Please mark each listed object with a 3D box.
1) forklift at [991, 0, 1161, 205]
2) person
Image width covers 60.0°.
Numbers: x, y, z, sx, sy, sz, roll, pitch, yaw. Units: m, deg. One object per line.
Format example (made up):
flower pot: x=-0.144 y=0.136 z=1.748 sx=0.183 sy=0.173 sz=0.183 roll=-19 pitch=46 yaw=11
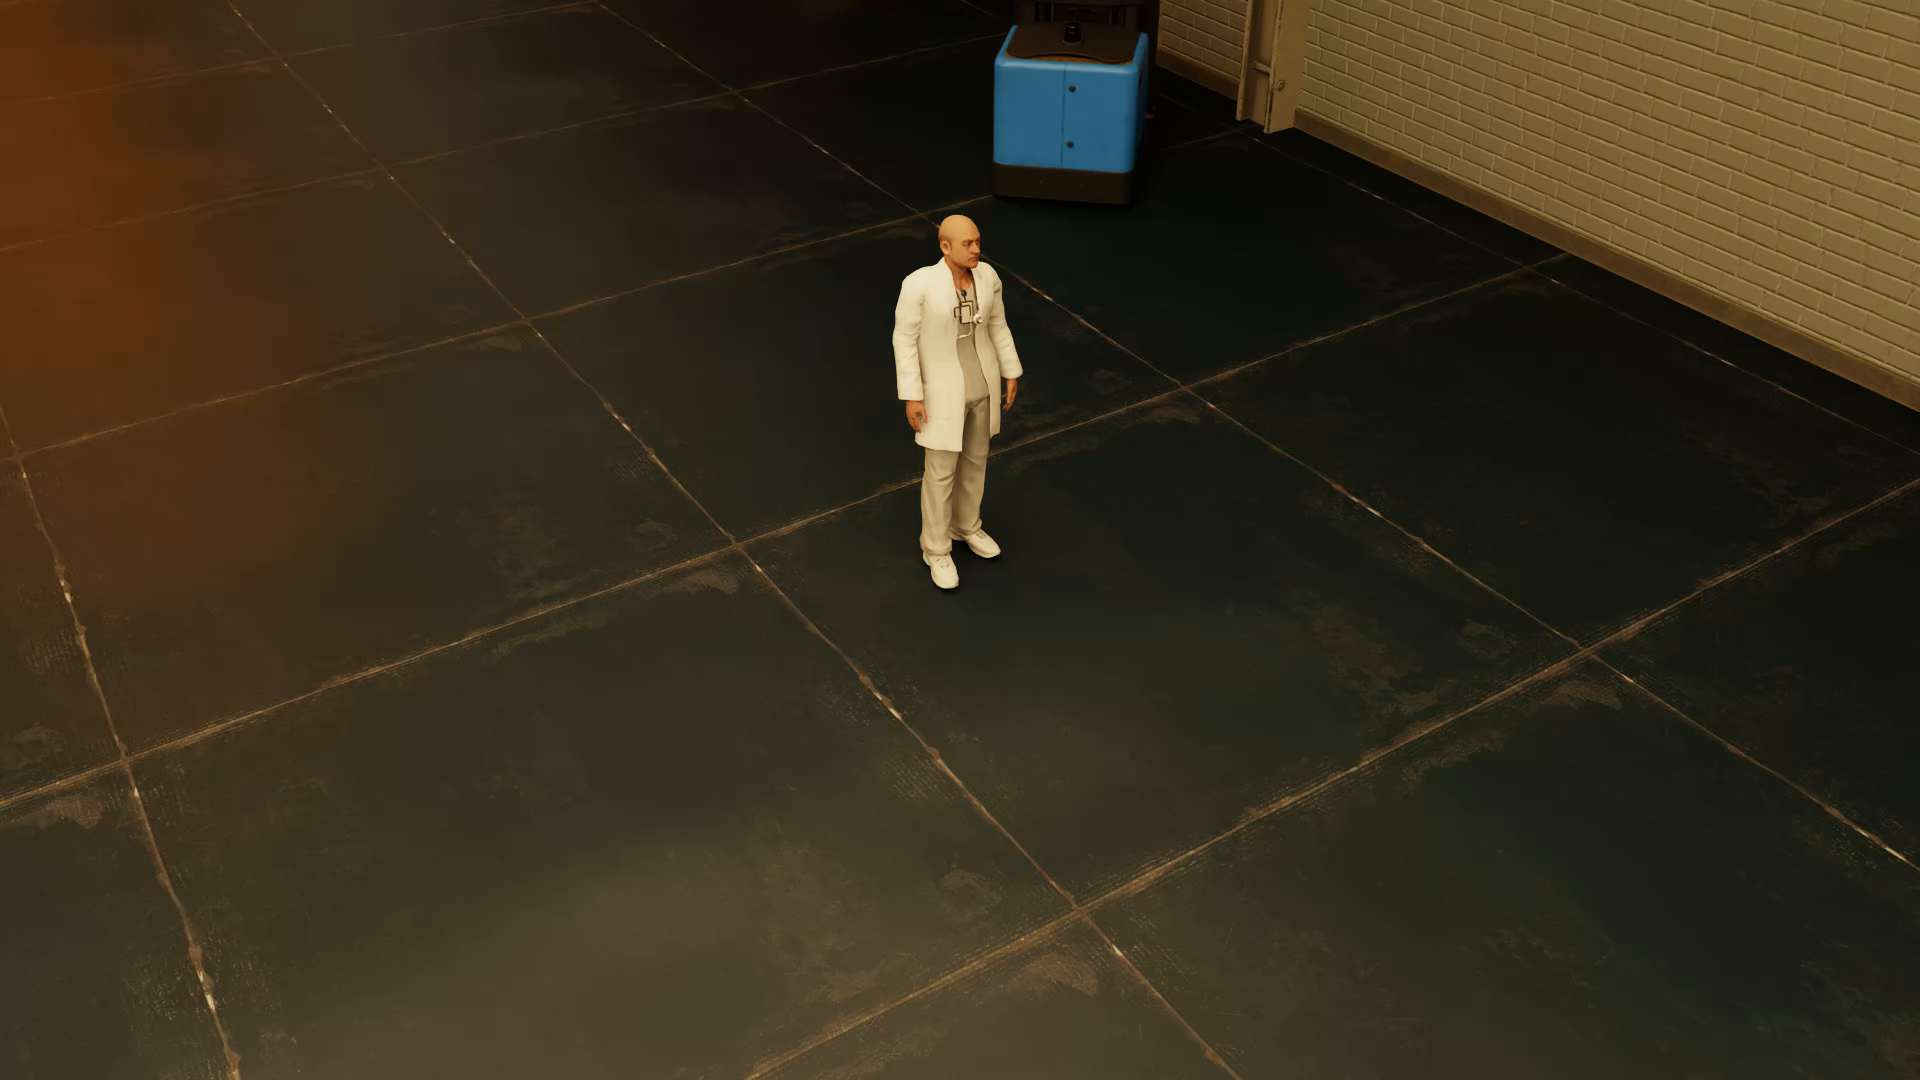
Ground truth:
forklift: x=1.001 y=-4.463 z=12.500 sx=1.130 sy=2.935 sz=3.031 roll=6 pitch=36 yaw=9
person: x=0.047 y=-0.688 z=8.117 sx=0.698 sy=1.777 sz=0.578 roll=-21 pitch=40 yaw=-27
